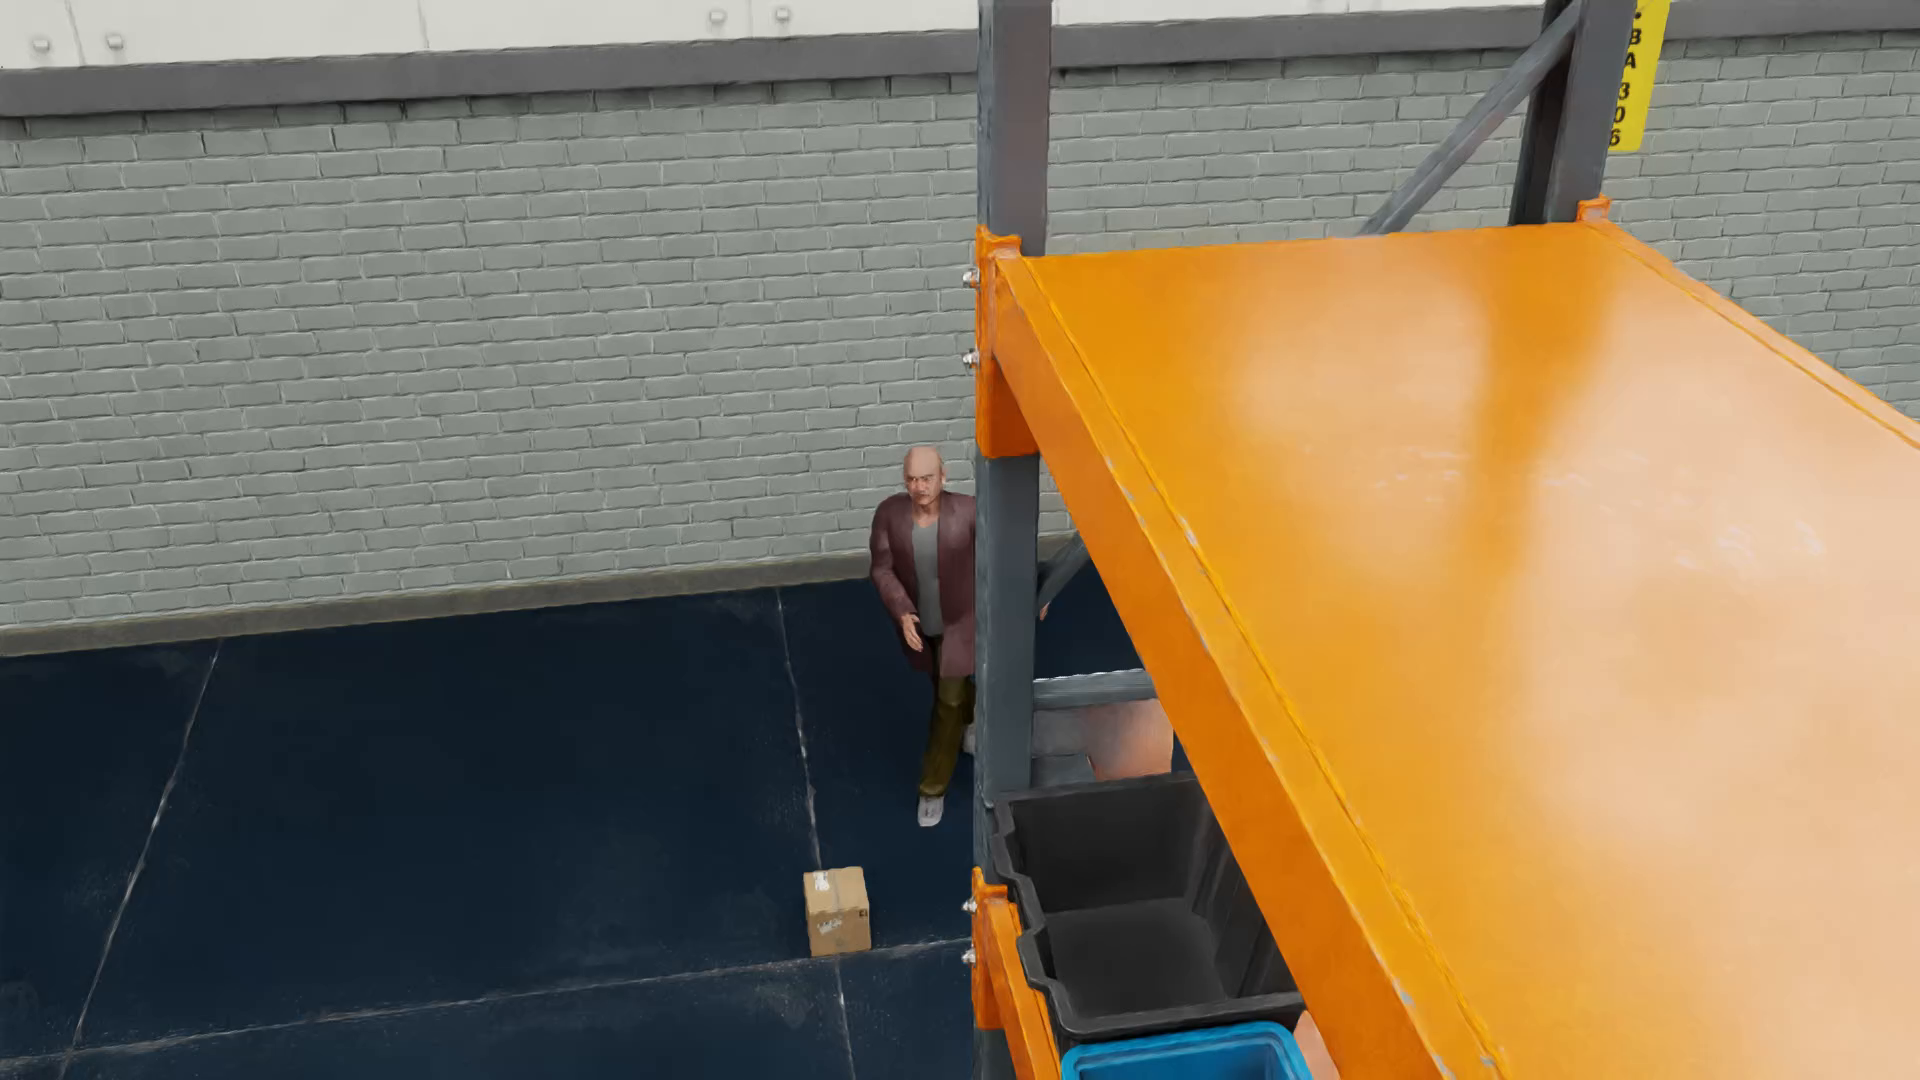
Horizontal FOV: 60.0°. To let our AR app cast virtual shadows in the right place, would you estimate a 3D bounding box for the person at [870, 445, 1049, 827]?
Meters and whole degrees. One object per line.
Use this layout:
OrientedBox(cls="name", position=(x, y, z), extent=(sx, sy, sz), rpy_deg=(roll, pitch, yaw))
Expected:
OrientedBox(cls="person", position=(-0.030, 0.403, 7.569), extent=(0.749, 1.805, 0.905), rpy_deg=(9, 31, 15))
